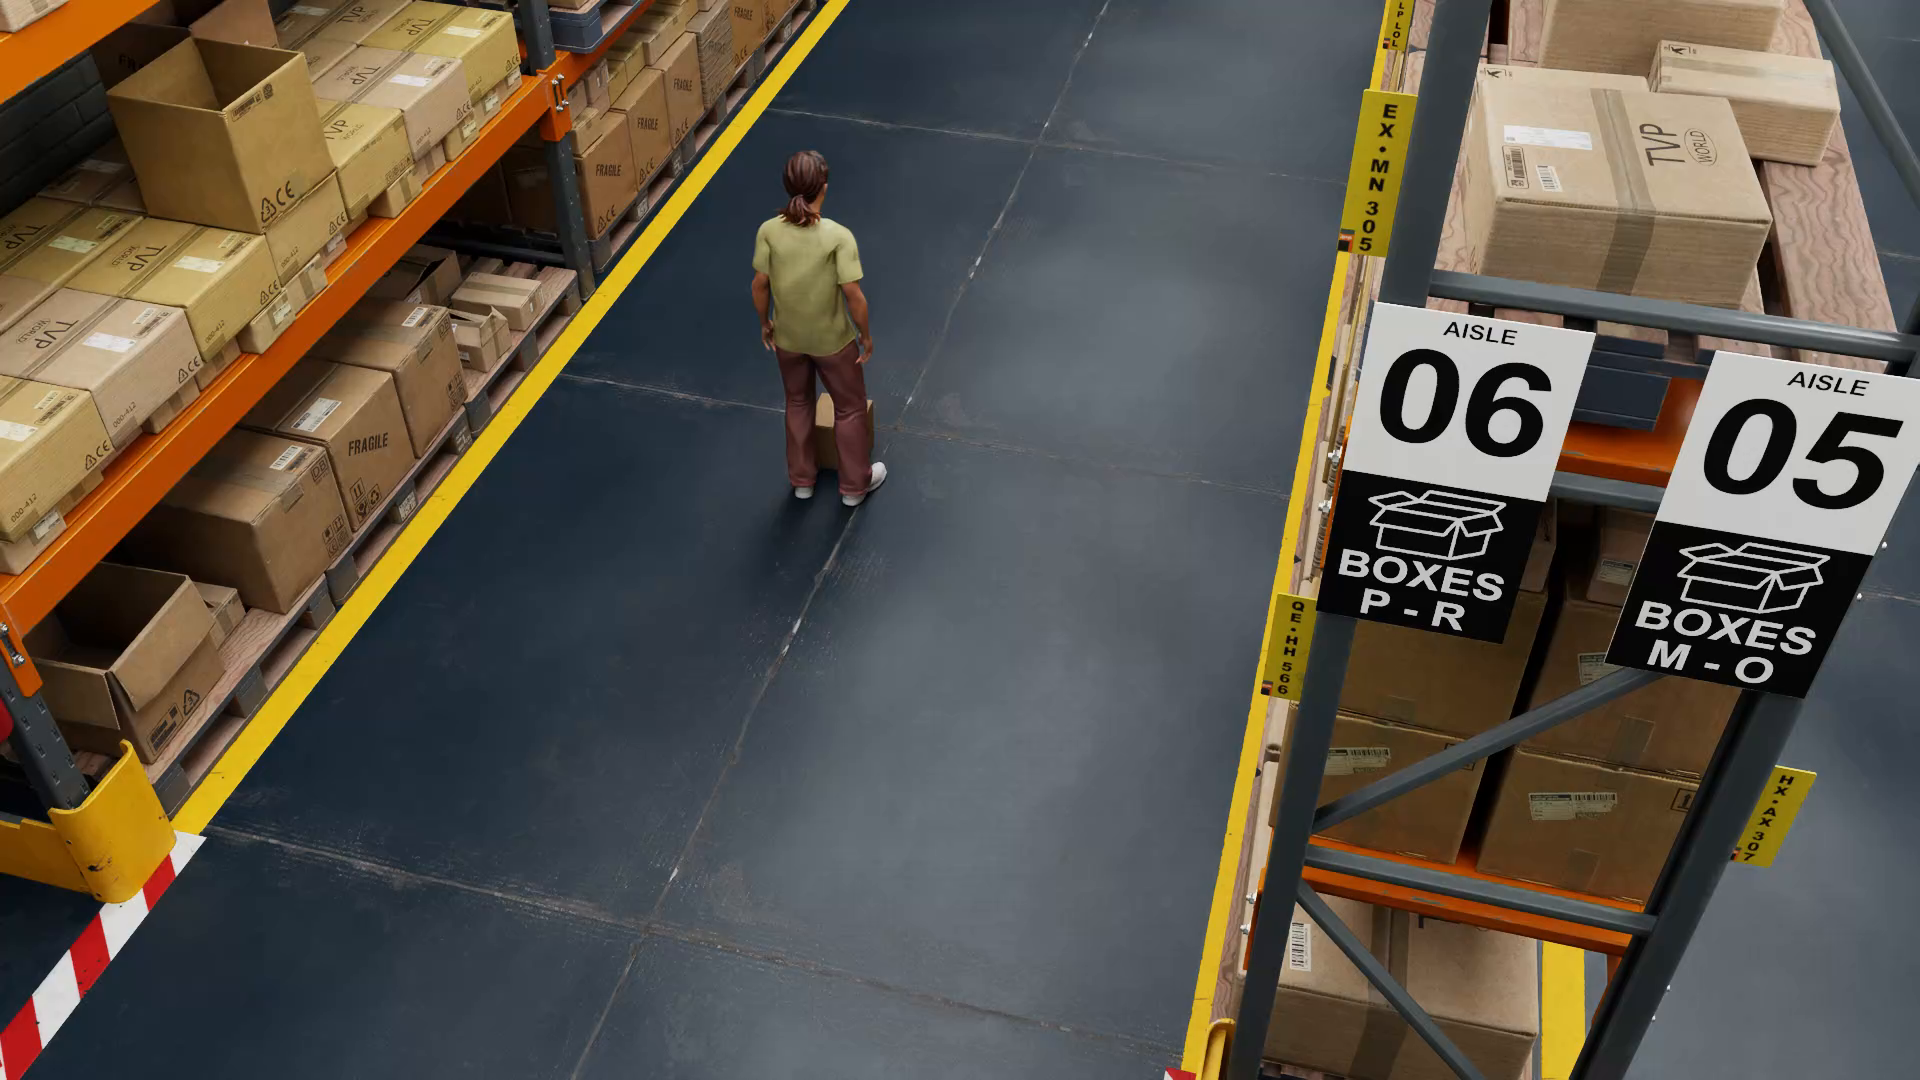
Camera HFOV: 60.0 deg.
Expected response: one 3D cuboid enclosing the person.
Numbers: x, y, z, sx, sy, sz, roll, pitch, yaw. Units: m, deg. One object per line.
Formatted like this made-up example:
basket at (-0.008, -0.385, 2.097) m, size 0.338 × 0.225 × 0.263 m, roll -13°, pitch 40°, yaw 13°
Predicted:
person at (-0.619, -0.880, 7.166) m, size 0.503 × 1.672 × 0.352 m, roll 10°, pitch 42°, yaw 11°
